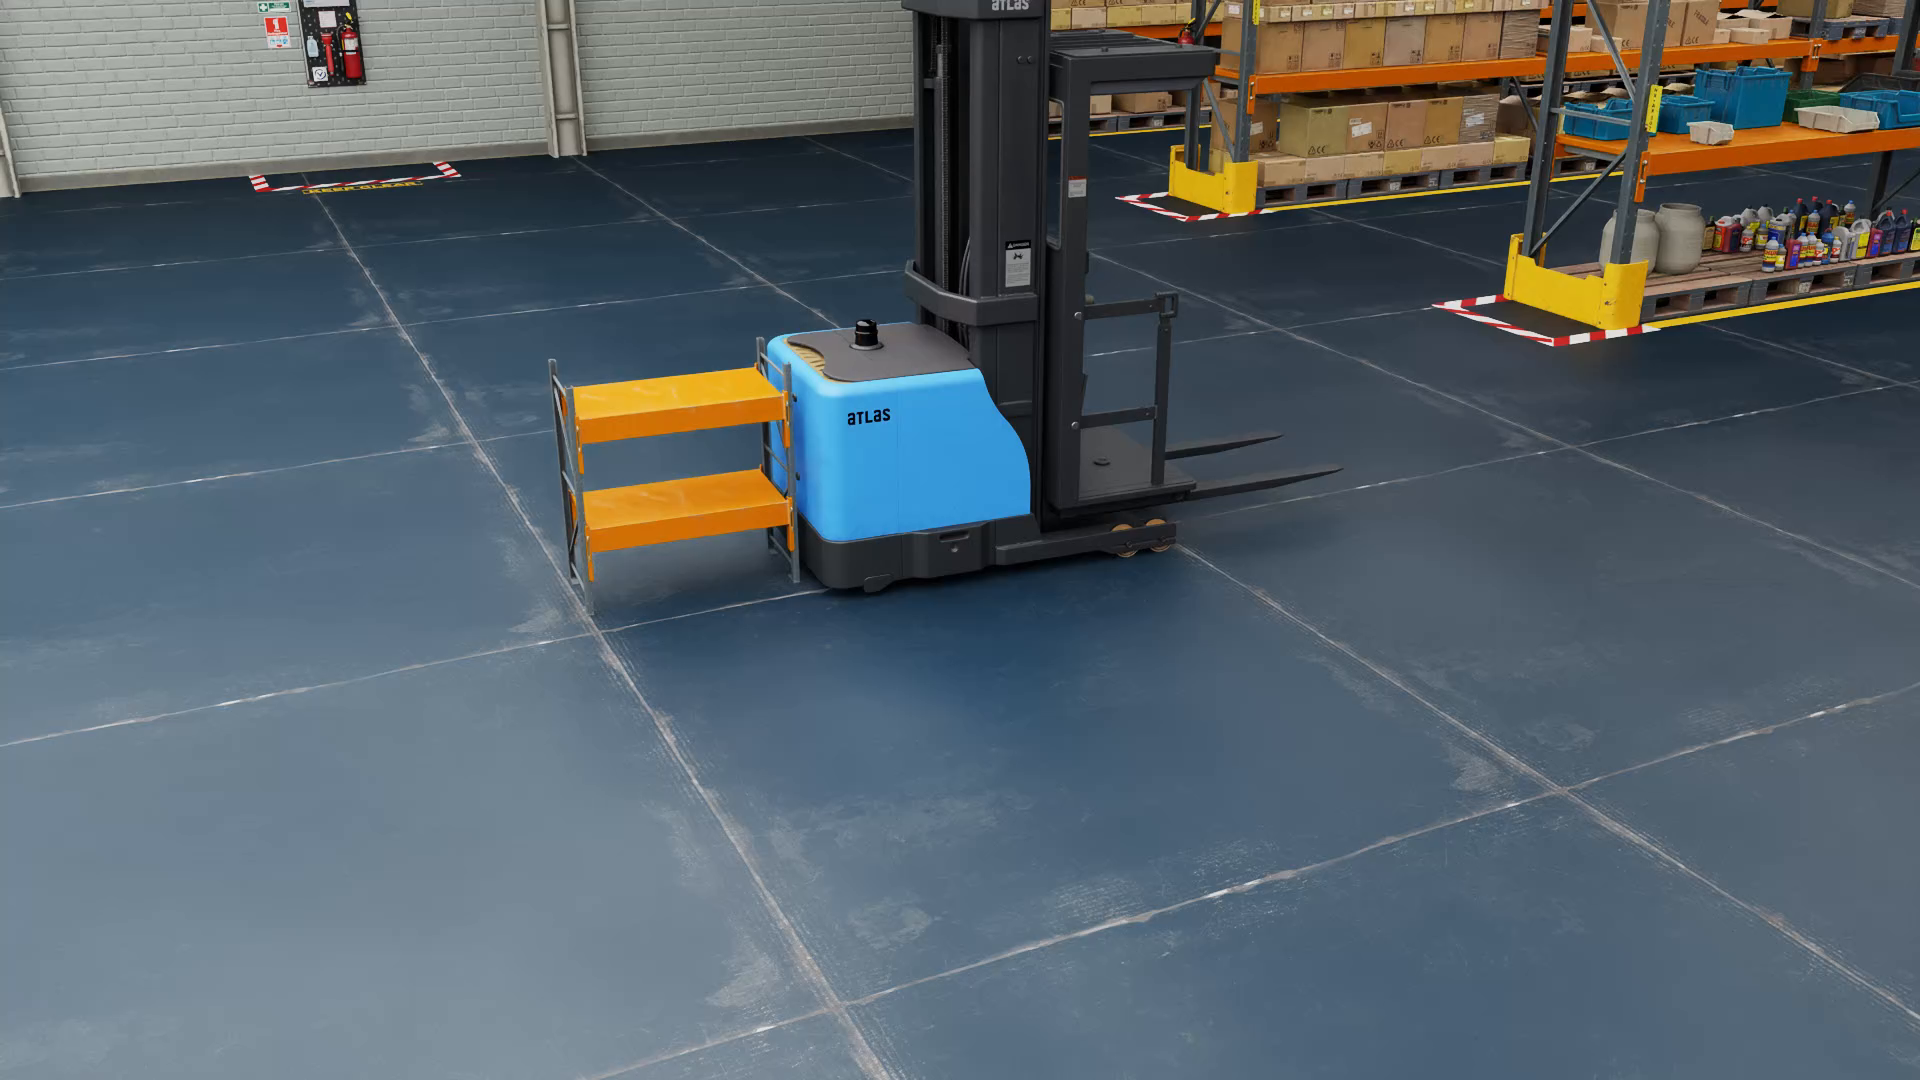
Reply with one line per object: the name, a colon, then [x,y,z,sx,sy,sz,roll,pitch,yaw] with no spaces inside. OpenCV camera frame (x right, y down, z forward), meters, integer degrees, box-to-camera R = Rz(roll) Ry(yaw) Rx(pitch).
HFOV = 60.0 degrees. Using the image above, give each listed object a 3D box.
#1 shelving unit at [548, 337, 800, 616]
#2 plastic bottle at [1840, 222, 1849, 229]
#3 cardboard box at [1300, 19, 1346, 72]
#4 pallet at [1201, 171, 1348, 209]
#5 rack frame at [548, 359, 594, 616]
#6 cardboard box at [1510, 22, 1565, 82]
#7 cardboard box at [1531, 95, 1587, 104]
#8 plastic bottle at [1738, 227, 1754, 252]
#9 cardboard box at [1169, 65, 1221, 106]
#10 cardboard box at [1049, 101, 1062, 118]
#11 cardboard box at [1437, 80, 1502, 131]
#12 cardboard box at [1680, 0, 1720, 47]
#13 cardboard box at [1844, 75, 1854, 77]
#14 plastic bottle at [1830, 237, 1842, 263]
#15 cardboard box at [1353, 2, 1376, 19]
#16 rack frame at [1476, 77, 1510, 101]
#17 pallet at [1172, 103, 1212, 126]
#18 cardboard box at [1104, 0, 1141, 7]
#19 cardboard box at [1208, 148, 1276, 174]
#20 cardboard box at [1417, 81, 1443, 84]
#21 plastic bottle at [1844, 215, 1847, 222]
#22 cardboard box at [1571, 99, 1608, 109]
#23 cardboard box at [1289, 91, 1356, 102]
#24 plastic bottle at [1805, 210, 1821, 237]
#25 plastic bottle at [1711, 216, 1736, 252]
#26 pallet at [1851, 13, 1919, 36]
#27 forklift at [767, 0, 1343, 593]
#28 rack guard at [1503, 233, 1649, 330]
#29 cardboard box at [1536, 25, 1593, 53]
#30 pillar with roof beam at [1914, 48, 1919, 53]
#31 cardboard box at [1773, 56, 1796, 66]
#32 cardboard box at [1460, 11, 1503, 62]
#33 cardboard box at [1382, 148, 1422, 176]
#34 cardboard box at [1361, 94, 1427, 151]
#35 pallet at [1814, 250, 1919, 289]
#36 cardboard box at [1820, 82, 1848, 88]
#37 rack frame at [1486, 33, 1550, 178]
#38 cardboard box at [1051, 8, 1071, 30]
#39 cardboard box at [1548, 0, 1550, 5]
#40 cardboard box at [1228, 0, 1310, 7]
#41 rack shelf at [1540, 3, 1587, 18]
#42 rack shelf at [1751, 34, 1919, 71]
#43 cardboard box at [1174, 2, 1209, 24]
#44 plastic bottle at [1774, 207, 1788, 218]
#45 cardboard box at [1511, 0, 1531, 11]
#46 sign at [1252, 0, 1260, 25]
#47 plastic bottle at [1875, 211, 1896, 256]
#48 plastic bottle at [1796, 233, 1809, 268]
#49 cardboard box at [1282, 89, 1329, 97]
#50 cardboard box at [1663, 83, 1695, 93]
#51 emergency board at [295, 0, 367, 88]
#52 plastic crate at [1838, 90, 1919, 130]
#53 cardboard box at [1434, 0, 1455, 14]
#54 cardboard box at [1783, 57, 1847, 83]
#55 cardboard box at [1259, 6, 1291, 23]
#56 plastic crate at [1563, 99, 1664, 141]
shelving unit: [-1.371,-0.322,8.056,1.048,1.125,0.538,-9,24,-20]
plastic bottle: [7.373,-2.517,13.885,0.133,0.283,0.061,-10,25,-24]
cardboard box: [3.508,-5.082,16.974,0.500,0.500,0.700,-10,24,-22]
pallet: [3.281,-3.727,17.477,1.213,0.211,1.003,-10,25,-24]
rack frame: [-1.842,-0.248,7.879,0.032,1.125,0.500,-9,24,-20]
cardboard box: [8.386,-7.185,24.447,0.750,0.750,0.750,-11,25,-24]
cardboard box: [6.921,-4.974,19.158,0.500,0.311,0.500,-10,24,-22]
plastic bottle: [6.655,-2.548,14.066,0.097,0.201,0.097,0,22,0]
cardboard box: [3.145,-6.106,22.272,0.500,0.500,0.500,-12,26,-28]
cardboard box: [1.121,-5.625,21.357,0.500,0.311,0.500,-14,26,-30]
cardboard box: [5.661,-4.838,18.582,0.500,0.500,0.500,-10,25,-24]
cardboard box: [8.314,-5.963,19.103,0.500,0.500,0.500,-12,25,-26]
cardboard box: [11.496,-5.660,21.194,0.500,0.500,0.500,-11,25,-26]
plastic bottle: [7.197,-2.394,13.694,0.097,0.201,0.097,0,22,0]
cardboard box: [3.987,-5.382,16.852,0.250,0.149,0.380,-11,25,-25]
rack frame: [7.667,-7.907,23.930,0.127,3.000,1.000,-10,25,-24]
pallet: [3.473,-5.832,22.562,1.213,0.211,1.003,-10,25,-24]
cardboard box: [1.937,-7.004,20.939,0.500,0.500,0.500,-11,25,-25]
cardboard box: [2.965,-3.988,17.508,0.500,0.250,0.500,-10,25,-24]
cardboard box: [6.526,-6.773,23.883,0.500,0.500,0.700,-10,25,-24]
plastic bottle: [7.791,-2.821,14.727,0.097,0.201,0.097,0,22,0]
cardboard box: [7.148,-4.784,18.698,0.500,0.311,0.500,-11,25,-24]
cardboard box: [3.859,-4.506,17.780,0.500,0.500,0.500,-10,25,-24]
plastic bottle: [7.374,-2.716,14.380,0.097,0.271,0.097,0,22,0]
plastic bottle: [6.459,-2.599,14.092,0.135,0.276,0.152,-10,25,-23]
pallet: [11.569,-6.436,20.628,1.213,0.211,1.003,-10,25,-24]
forklift: [0.577,-1.443,8.405,3.031,2.935,1.130,-9,24,-20]
rack guard: [4.803,-2.040,13.024,0.348,0.500,1.175,-10,25,-24]
cardboard box: [6.639,-5.565,18.467,0.500,0.250,0.500,-9,24,-20]
pillar with roof beam: [18.800,-11.268,24.207,0.400,9.000,9.100,-10,25,-24]
cardboard box: [12.907,-7.865,26.548,0.500,0.500,0.700,-10,24,-22]
cardboard box: [5.345,-5.418,17.786,0.500,0.500,0.700,-11,25,-24]
cardboard box: [4.542,-4.058,17.677,0.500,0.250,0.500,-10,25,-24]
cardboard box: [4.543,-4.404,17.533,0.500,0.500,0.500,-10,25,-24]
pallet: [7.736,-2.444,14.378,1.213,0.211,1.003,-10,25,-24]
cardboard box: [10.822,-5.315,20.361,0.500,0.500,0.500,-11,25,-26]
rack frame: [6.214,-5.537,18.205,0.127,3.000,1.000,-10,25,-24]
cardboard box: [1.036,-6.492,20.681,0.500,0.250,0.500,-11,25,-25]
cardboard box: [8.295,-7.814,24.007,0.250,0.149,0.380,-10,25,-23]
cardboard box: [3.084,-5.601,16.532,0.500,0.500,0.700,-10,25,-23]
rack shelf: [9.469,-7.907,24.869,4.000,0.370,1.077,-10,25,-24]
rack shelf: [11.621,-6.200,20.747,4.000,0.370,1.077,-10,25,-24]
cardboard box: [2.868,-6.832,21.503,0.500,0.250,0.500,-11,25,-24]
plastic bottle: [7.115,-2.742,14.430,0.133,0.283,0.061,-9,24,-21]
cardboard box: [5.839,-5.724,17.677,0.250,0.149,0.380,-11,25,-25]
sign: [2.846,-5.118,15.957,0.005,0.325,0.100,-10,25,-24]
plastic bottle: [7.731,-2.571,13.927,0.185,0.351,0.144,-12,25,-26]
plastic bottle: [6.833,-2.359,13.519,0.097,0.271,0.097,0,22,0]
cardboard box: [4.719,-6.420,23.030,0.500,0.500,0.700,-10,24,-22]
cardboard box: [8.750,-5.308,19.963,0.500,0.311,0.500,-11,25,-25]
emergency board: [-6.936,-5.602,18.362,0.643,1.169,0.194,-10,25,-24]
plastic crate: [7.480,-3.484,13.438,0.616,0.251,0.499,-10,25,-24]
cardboard box: [4.918,-5.554,17.267,0.250,0.149,0.380,-10,24,-22]
cardboard box: [10.609,-5.842,20.655,0.500,0.250,0.500,-9,24,-22]
cardboard box: [3.057,-5.210,16.437,0.250,0.149,0.380,-11,25,-24]
plastic crate: [5.076,-3.283,12.955,0.616,0.251,0.499,-10,25,-24]
